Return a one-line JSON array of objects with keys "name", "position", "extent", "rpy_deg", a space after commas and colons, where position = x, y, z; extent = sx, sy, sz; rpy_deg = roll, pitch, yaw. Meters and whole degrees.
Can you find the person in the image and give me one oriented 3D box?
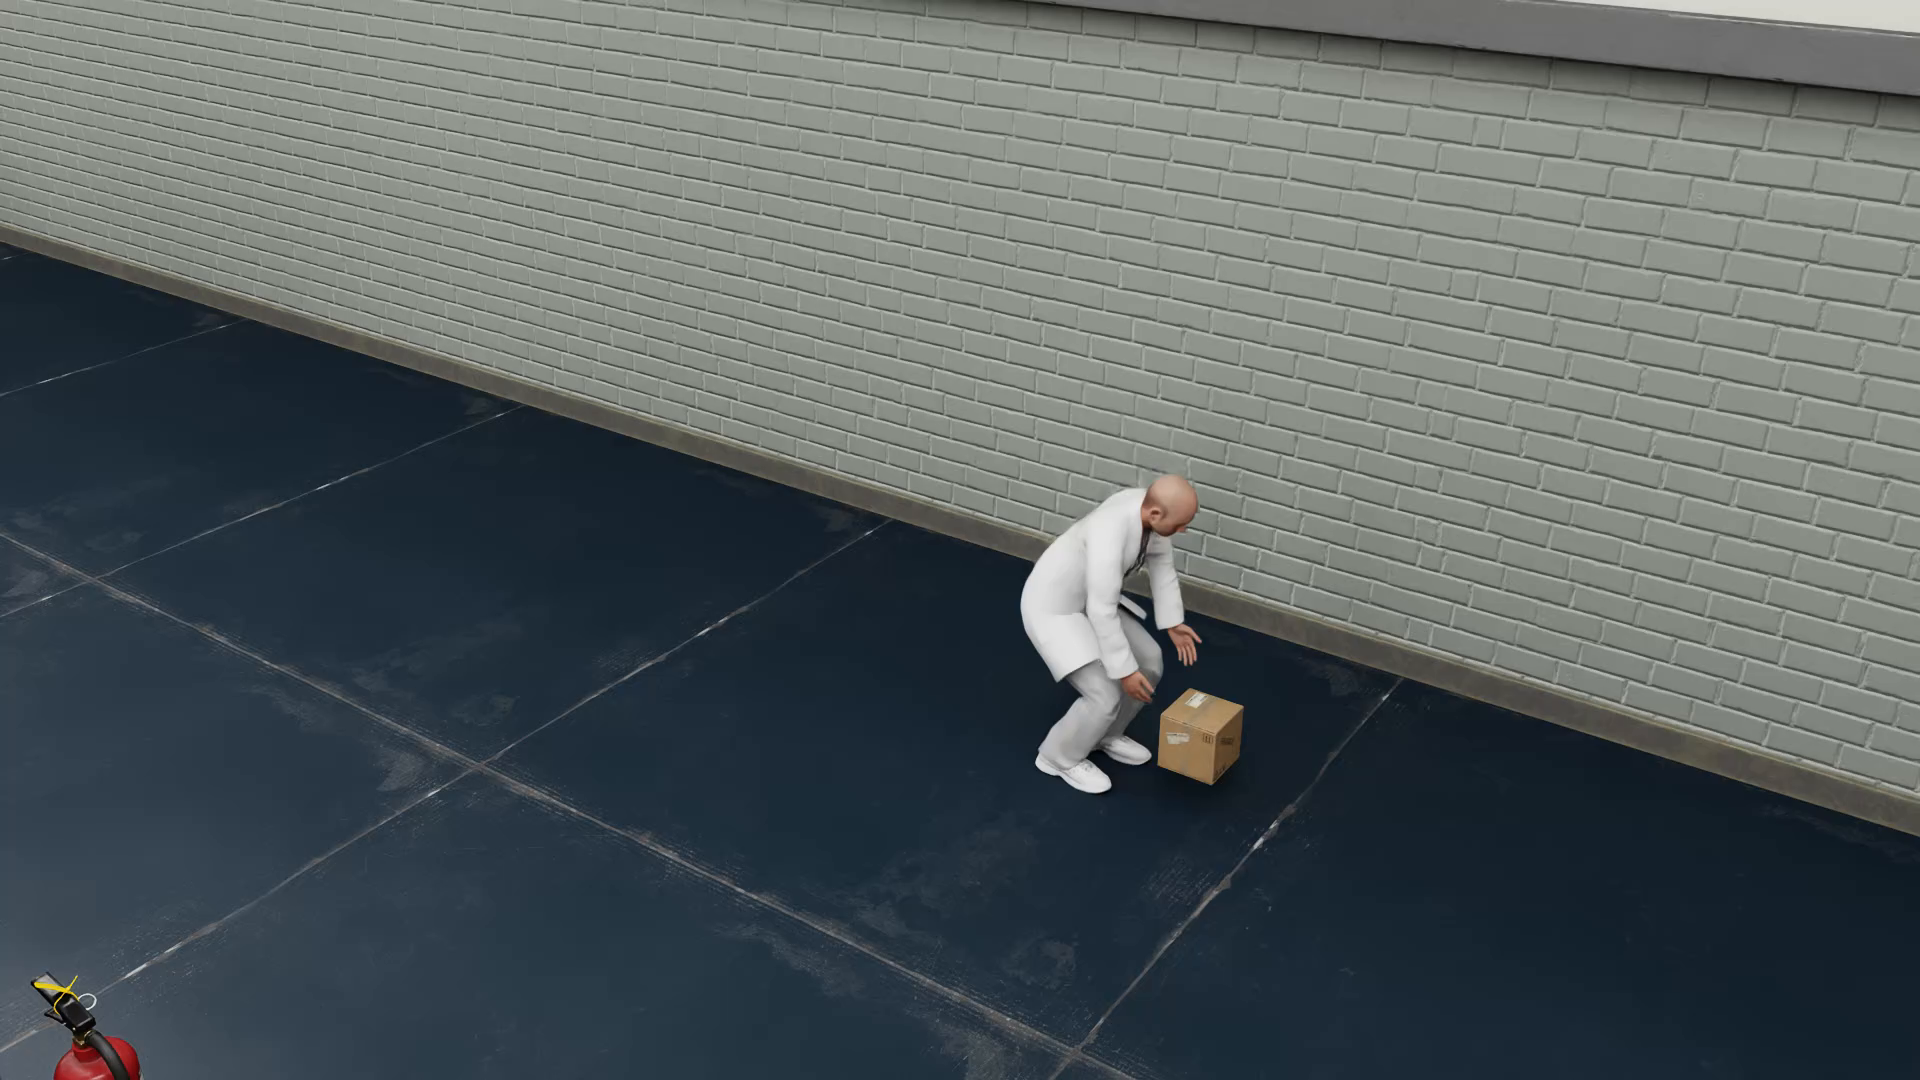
[{"name": "person", "position": [0.612, 0.336, 6.876], "extent": [0.717, 1.412, 0.632], "rpy_deg": [17, 31, 31]}]
